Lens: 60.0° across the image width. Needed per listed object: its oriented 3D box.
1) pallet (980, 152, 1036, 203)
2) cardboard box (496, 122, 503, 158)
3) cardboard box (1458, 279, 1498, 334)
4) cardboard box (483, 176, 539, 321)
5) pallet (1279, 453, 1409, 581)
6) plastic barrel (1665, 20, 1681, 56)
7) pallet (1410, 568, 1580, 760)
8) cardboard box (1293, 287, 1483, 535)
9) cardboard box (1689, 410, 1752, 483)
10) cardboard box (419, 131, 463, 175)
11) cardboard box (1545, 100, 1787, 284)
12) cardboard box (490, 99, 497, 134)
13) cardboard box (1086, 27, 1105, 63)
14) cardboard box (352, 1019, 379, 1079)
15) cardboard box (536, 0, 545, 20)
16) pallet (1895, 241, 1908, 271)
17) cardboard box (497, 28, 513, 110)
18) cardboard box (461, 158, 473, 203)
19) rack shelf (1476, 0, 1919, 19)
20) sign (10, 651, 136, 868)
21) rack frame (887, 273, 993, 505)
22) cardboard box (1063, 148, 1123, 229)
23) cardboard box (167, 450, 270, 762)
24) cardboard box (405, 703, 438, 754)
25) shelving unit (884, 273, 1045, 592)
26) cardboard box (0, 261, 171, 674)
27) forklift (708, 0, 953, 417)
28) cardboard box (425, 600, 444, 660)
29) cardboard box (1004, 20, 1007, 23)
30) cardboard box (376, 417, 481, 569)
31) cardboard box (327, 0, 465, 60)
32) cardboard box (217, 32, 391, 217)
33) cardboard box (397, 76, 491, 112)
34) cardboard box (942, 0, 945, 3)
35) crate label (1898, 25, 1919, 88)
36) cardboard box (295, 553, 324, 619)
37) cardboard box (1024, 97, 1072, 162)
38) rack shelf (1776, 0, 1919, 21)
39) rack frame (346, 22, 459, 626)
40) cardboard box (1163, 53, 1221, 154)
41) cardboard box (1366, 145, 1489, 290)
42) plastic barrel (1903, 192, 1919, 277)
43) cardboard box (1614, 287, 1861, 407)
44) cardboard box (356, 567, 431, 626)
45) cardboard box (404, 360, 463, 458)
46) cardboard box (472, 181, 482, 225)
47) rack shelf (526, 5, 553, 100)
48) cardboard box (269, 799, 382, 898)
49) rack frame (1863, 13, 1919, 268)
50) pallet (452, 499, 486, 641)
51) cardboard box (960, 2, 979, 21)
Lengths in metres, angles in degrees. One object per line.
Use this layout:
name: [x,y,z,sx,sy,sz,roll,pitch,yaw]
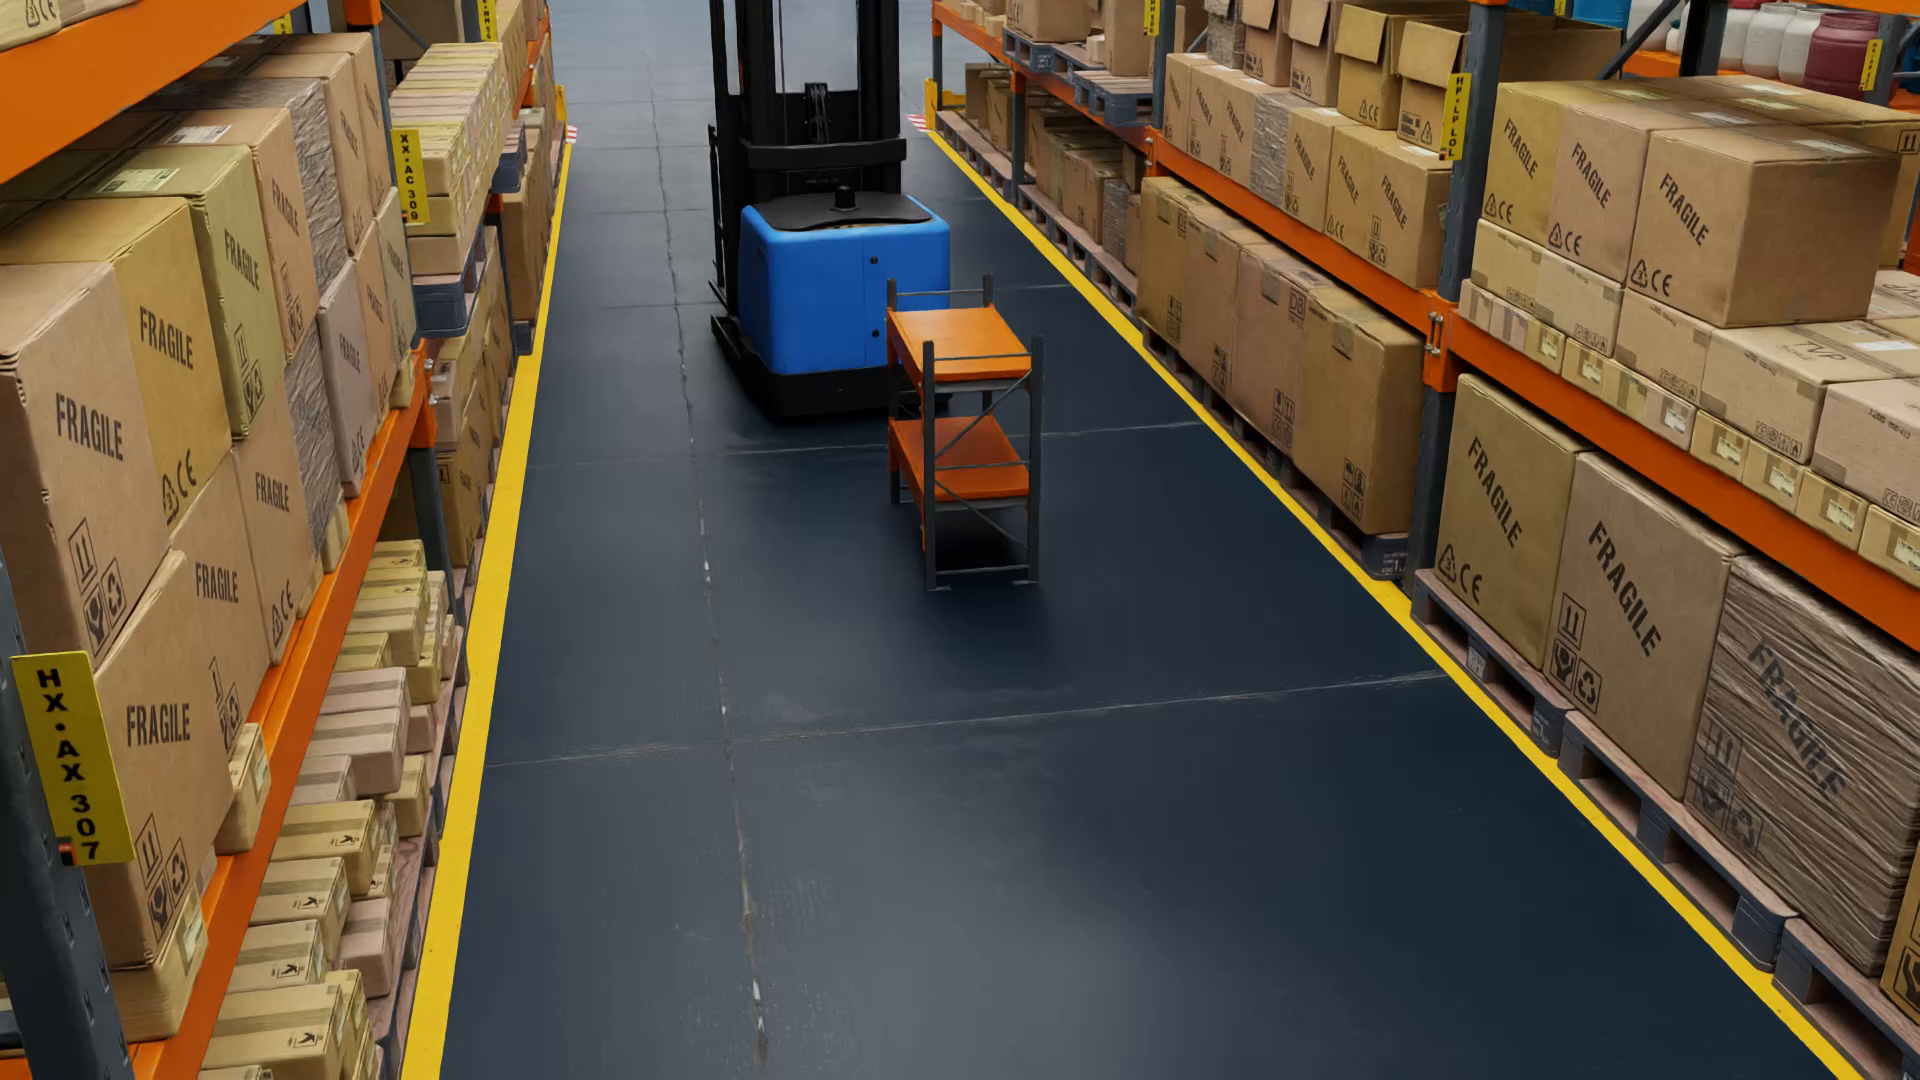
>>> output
pallet: [0.788,-3.296,15.032,1.003,0.211,1.213,-4,24,-10]
cardboard box: [-2.529,-2.031,8.442,0.380,0.149,0.250,-5,24,-10]
cardboard box: [2.154,-0.909,6.398,0.380,0.149,0.250,-4,24,-10]
cardboard box: [-3.231,-1.819,10.453,1.050,0.750,0.750,-5,24,-10]
pallet: [2.209,-0.185,7.910,1.003,0.211,1.213,-4,24,-10]
plastic barrel: [5.908,-4.083,13.524,0.301,0.262,0.301,0,24,0]
pallet: [2.490,0.418,6.530,1.003,0.211,1.213,-4,24,-10]
cardboard box: [2.288,-0.634,7.584,1.225,0.875,0.875,-4,24,-10]
cardboard box: [2.443,-0.296,4.994,0.380,0.149,0.250,-5,24,-11]
cardboard box: [-2.146,-1.486,6.451,0.380,0.149,0.250,-4,24,-8]
cardboard box: [2.347,-1.175,5.571,0.500,0.500,0.500,-4,24,-10]
cardboard box: [-2.476,-2.060,8.135,0.380,0.149,0.250,-4,24,-10]
cardboard box: [1.112,-3.505,11.671,0.396,0.266,0.258,-5,24,-11]
cardboard box: [-1.631,1.317,4.024,0.380,0.149,0.250,-4,24,-9]
cardboard box: [-4.450,-5.269,15.880,0.875,0.550,0.550,-4,24,-10]
pallet: [6.449,-2.135,12.374,1.003,0.211,1.213,-4,24,-10]
cardboard box: [-3.214,-3.052,10.865,0.500,0.500,0.500,-4,24,-10]
cardboard box: [-2.186,-1.444,6.726,0.380,0.149,0.250,-4,24,-8]
rack shelf: [2.796,-1.423,4.413,1.077,0.370,4.000,-4,24,-10]
sign: [-1.194,0.299,2.237,0.100,0.325,0.005,-4,24,-10]
rack frame: [-0.093,-0.713,7.977,0.500,1.125,0.032,-4,24,-10]
cardboard box: [1.212,-2.716,12.794,0.700,0.500,0.500,-6,24,-14]
cardboard box: [-1.663,0.148,3.168,0.500,0.500,0.500,-4,24,-10]
cardboard box: [-1.982,0.613,5.637,0.380,0.149,0.250,-5,24,-12]
shelving unit: [0.001,-0.513,7.519,0.538,1.125,1.048,-4,24,-10]
cardboard box: [-1.550,-0.101,2.488,0.500,0.500,0.500,-4,24,-10]
forklift: [-0.964,-2.584,10.004,1.130,2.935,3.031,-7,25,-16]
cardboard box: [-2.034,0.346,5.876,0.380,0.149,0.250,-5,24,-12]
cardboard box: [0.594,-4.461,14.531,0.380,0.149,0.250,-4,24,-10]
cardboard box: [-2.343,-0.195,7.047,0.500,0.500,0.500,-3,24,-8]
cardboard box: [-3.280,-3.093,9.709,0.700,0.500,0.500,-4,24,-10]
cardboard box: [-2.115,-1.313,5.264,0.500,0.500,0.500,-5,24,-12]
cardboard box: [-2.429,-2.094,7.842,0.380,0.149,0.250,-3,24,-7]
cardboard box: [0.025,-5.640,17.231,0.380,0.149,0.250,-4,24,-10]
crate label: [6.636,-3.532,12.045,0.502,0.435,0.616,-4,24,-10]
cardboard box: [-1.804,0.089,4.112,0.380,0.149,0.250,-3,24,-8]
cardboard box: [0.799,-3.744,15.173,0.500,0.500,0.500,3,24,7]
rack shelf: [10.313,-5.501,17.496,1.077,0.370,4.000,-4,24,-10]
rack frame: [-2.467,-0.838,5.921,1.000,3.000,0.127,-4,24,-10]
cardboard box: [1.509,-2.573,9.769,0.500,0.500,0.500,-4,24,-8]
cardboard box: [2.071,-1.375,7.025,0.500,0.500,0.500,-4,24,-10]
plastic barrel: [6.661,-2.112,11.025,0.600,0.830,0.708,-4,24,-10]
cardboard box: [2.444,-0.629,5.259,0.500,0.250,0.500,-4,24,-8]
cardboard box: [-2.059,0.222,5.788,0.380,0.149,0.250,-4,24,-9]
cardboard box: [-2.344,-0.539,6.897,0.500,0.250,0.500,-5,24,-12]
cardboard box: [-2.233,-1.410,7.020,0.380,0.149,0.250,-4,24,-9]
rack shelf: [-4.316,-4.442,15.071,1.077,0.370,4.000,-4,24,-10]
cardboard box: [-1.753,0.829,4.397,0.380,0.149,0.250,-4,24,-9]
rack frame: [6.554,-3.105,11.112,1.000,3.000,0.127,-4,24,-10]
pallet: [-2.613,0.134,7.180,1.003,0.211,1.213,-4,24,-10]
cardboard box: [0.207,-5.043,15.863,0.380,0.149,0.250,-4,24,-10]
